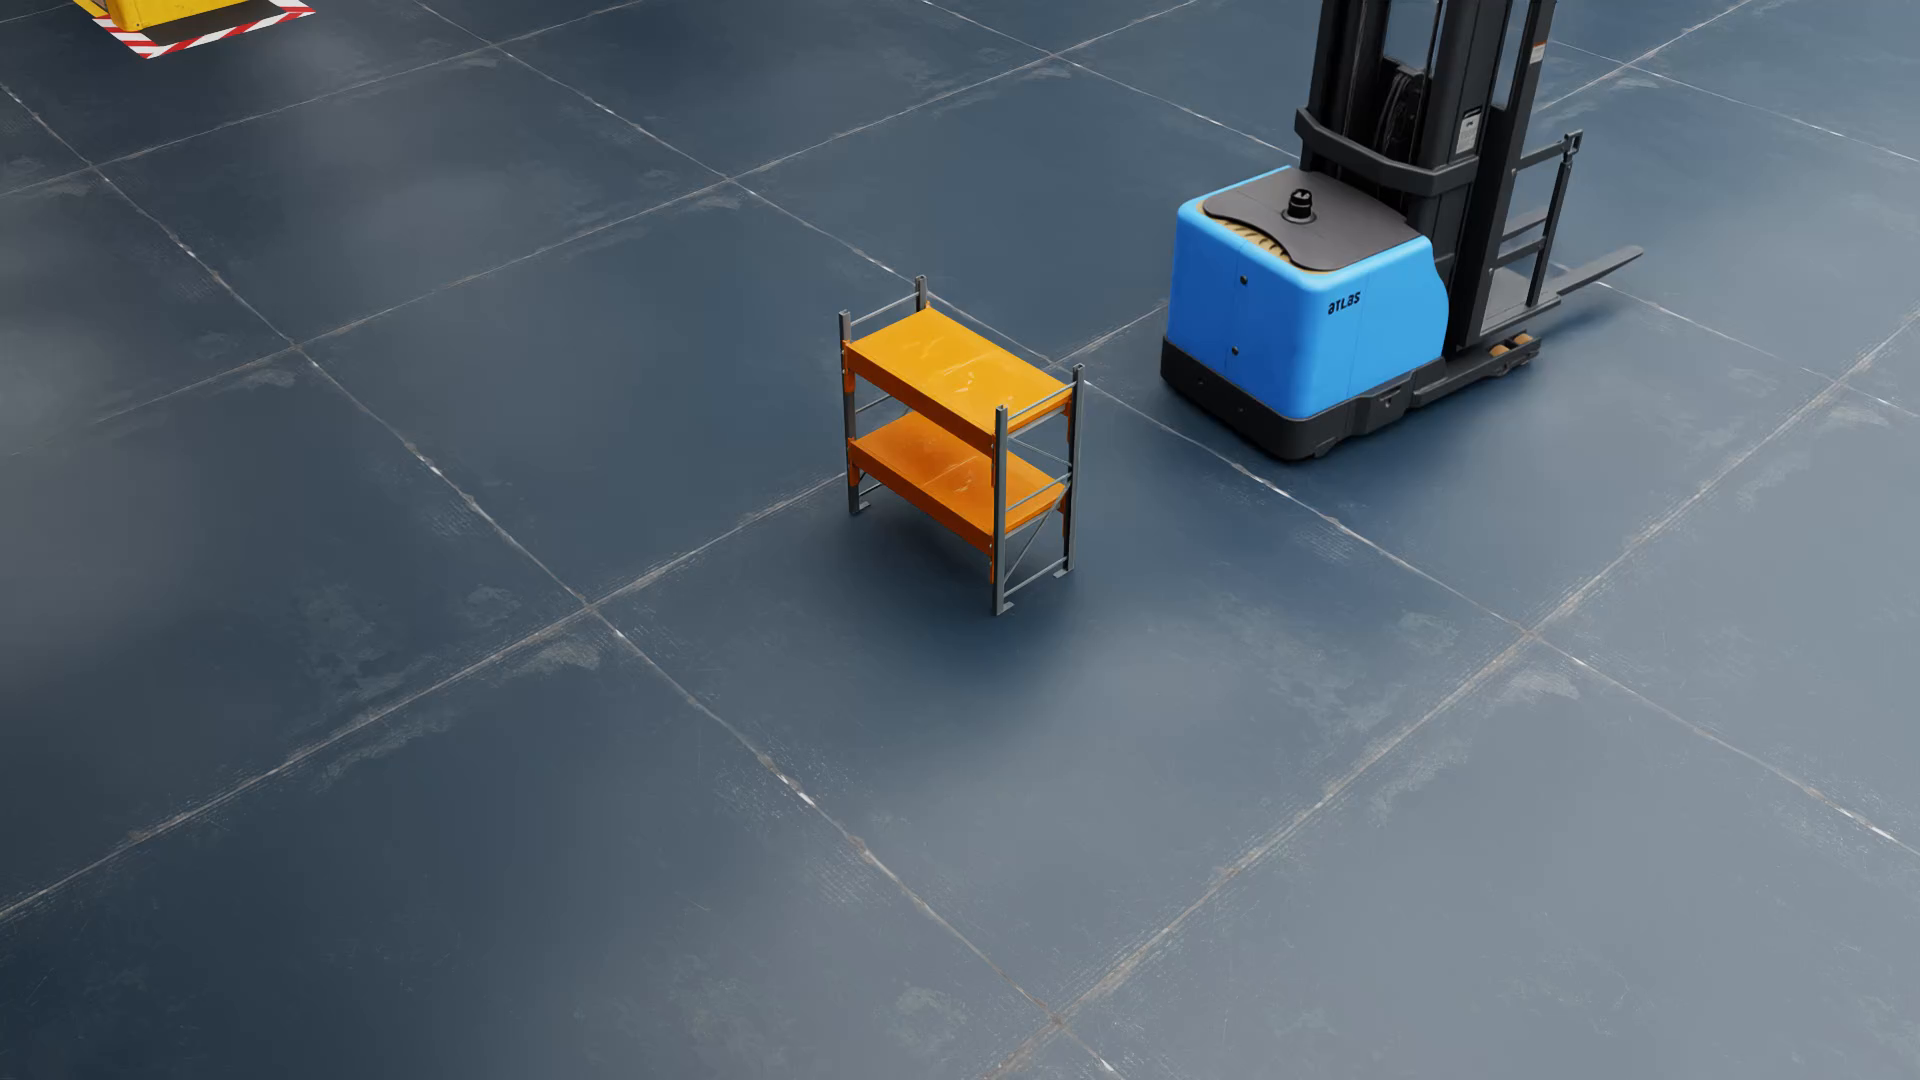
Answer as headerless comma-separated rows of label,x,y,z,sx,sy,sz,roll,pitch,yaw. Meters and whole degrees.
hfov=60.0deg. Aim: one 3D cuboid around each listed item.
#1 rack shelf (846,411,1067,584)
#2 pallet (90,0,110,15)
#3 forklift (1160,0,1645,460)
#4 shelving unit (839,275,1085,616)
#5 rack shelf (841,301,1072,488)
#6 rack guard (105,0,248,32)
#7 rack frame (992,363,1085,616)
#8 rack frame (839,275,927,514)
rack shelf,-0.005,-0.251,7.762,0.538,0.278,1.000,-30,48,-32
pallet,-6.653,-4.652,13.549,1.003,0.211,1.213,-30,48,-32
forklift,2.572,-2.280,8.448,3.031,2.935,1.130,-24,45,-27
shelving unit,-0.005,-0.441,7.608,0.538,1.125,1.048,-30,48,-32
rack shelf,-0.005,-0.668,7.424,0.538,0.278,1.000,-30,48,-32
rack guard,-6.089,-4.417,13.029,1.175,0.500,0.348,-30,48,-32
rack frame,0.339,-0.205,7.317,0.500,1.125,0.032,-30,48,-32
rack frame,-0.348,-0.676,7.900,0.500,1.125,0.032,-30,48,-32
